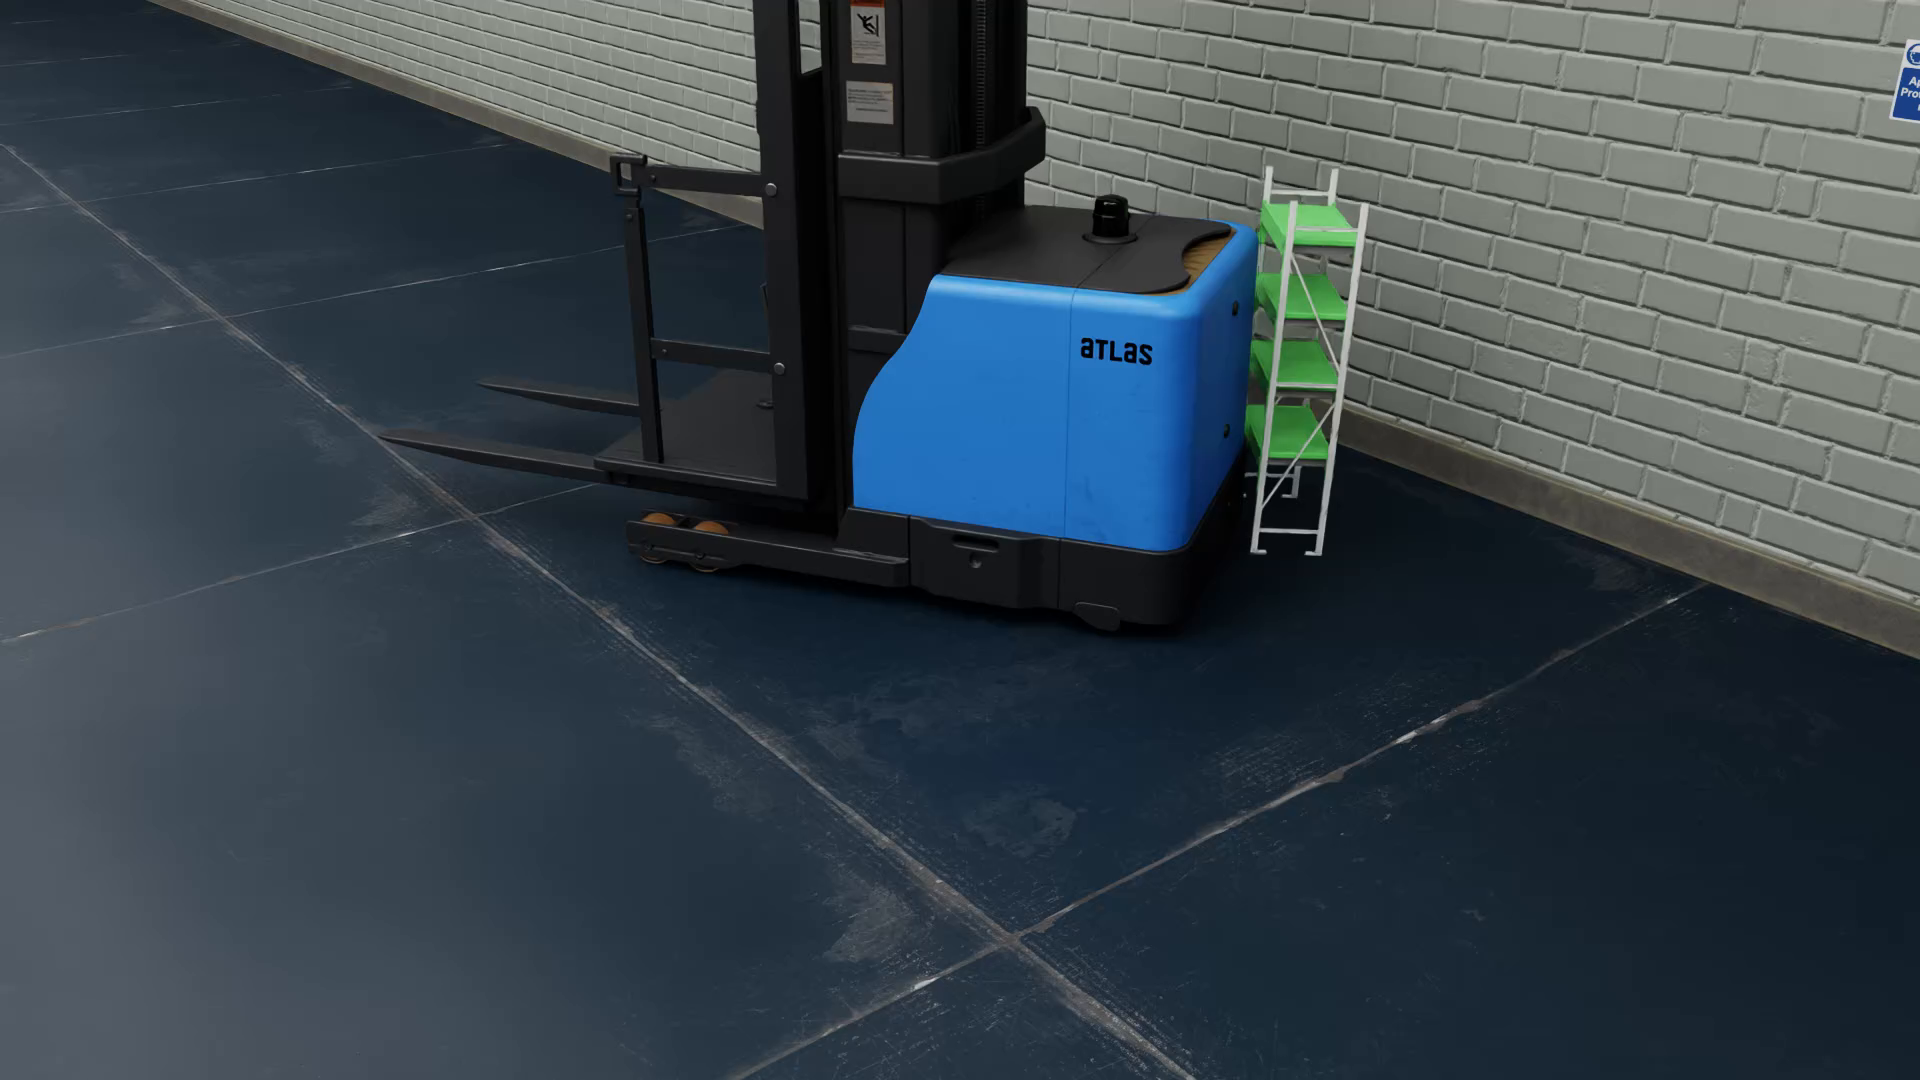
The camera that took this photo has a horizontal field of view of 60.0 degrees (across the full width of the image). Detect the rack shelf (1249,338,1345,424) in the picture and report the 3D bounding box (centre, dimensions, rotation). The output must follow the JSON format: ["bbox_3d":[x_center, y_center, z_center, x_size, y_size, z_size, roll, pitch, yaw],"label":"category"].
[{"bbox_3d":[1.126,-0.543,5.638,0.258,0.148,0.480,2,25,0],"label":"rack shelf"}]

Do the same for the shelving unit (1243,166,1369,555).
[{"bbox_3d":[1.128,-0.601,5.611,0.258,1.200,0.503,2,25,0],"label":"shelving unit"}]

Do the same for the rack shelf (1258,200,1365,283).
[{"bbox_3d":[1.140,-0.979,5.435,0.258,0.148,0.480,2,25,0],"label":"rack shelf"}]

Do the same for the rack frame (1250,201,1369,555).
[{"bbox_3d":[1.124,-0.499,5.389,0.240,1.200,0.015,2,25,0],"label":"rack frame"}]

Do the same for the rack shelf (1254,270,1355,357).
[{"bbox_3d":[1.133,-0.761,5.537,0.258,0.148,0.480,2,25,0],"label":"rack shelf"}]

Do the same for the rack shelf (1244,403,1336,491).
[{"bbox_3d":[1.118,-0.326,5.739,0.258,0.148,0.480,2,25,0],"label":"rack shelf"}]

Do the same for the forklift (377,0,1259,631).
[{"bbox_3d":[-0.584,-1.420,5.327,3.031,2.935,1.130,9,26,18],"label":"forklift"}]

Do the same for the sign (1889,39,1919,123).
[{"bbox_3d":[2.712,-1.228,4.513,0.001,0.218,0.327,-18,31,-34],"label":"sign"}]

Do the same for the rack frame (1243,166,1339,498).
[{"bbox_3d":[1.131,-0.704,5.832,0.240,1.200,0.015,2,25,0],"label":"rack frame"}]
